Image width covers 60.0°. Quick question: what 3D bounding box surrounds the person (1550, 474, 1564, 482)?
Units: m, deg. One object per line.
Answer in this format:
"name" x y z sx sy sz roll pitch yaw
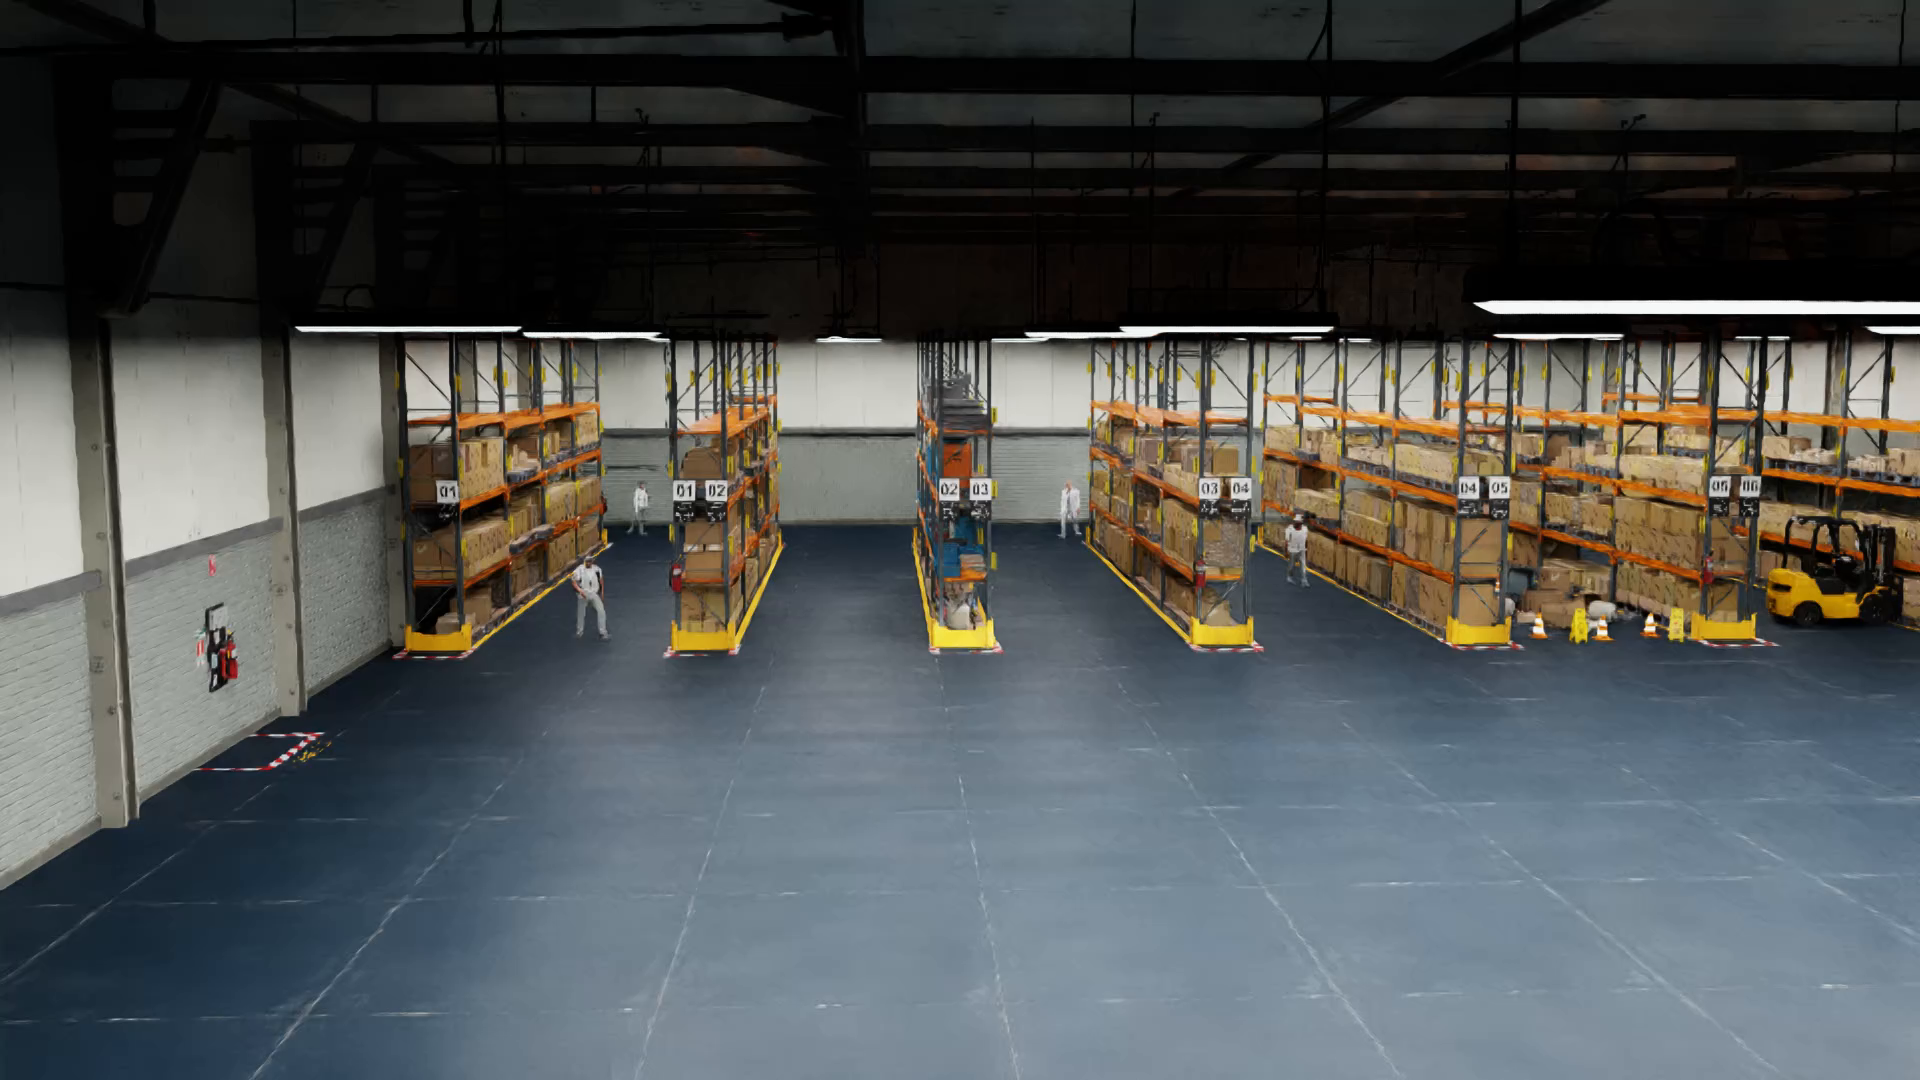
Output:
"person" 18.627 -1.260 51.850 0.617 1.784 0.562 -5 8 -35

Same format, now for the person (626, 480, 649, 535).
"person" -9.680 -0.977 49.884 0.502 1.662 0.667 7 9 44

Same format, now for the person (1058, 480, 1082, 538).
"person" 3.272 -0.940 49.320 0.635 1.722 1.045 2 7 18

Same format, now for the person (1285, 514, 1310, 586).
"person" 7.985 0.226 39.421 0.579 1.688 1.107 0 7 0

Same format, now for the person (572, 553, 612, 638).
"person" -7.203 1.067 32.357 0.707 1.697 0.827 -3 7 -21
